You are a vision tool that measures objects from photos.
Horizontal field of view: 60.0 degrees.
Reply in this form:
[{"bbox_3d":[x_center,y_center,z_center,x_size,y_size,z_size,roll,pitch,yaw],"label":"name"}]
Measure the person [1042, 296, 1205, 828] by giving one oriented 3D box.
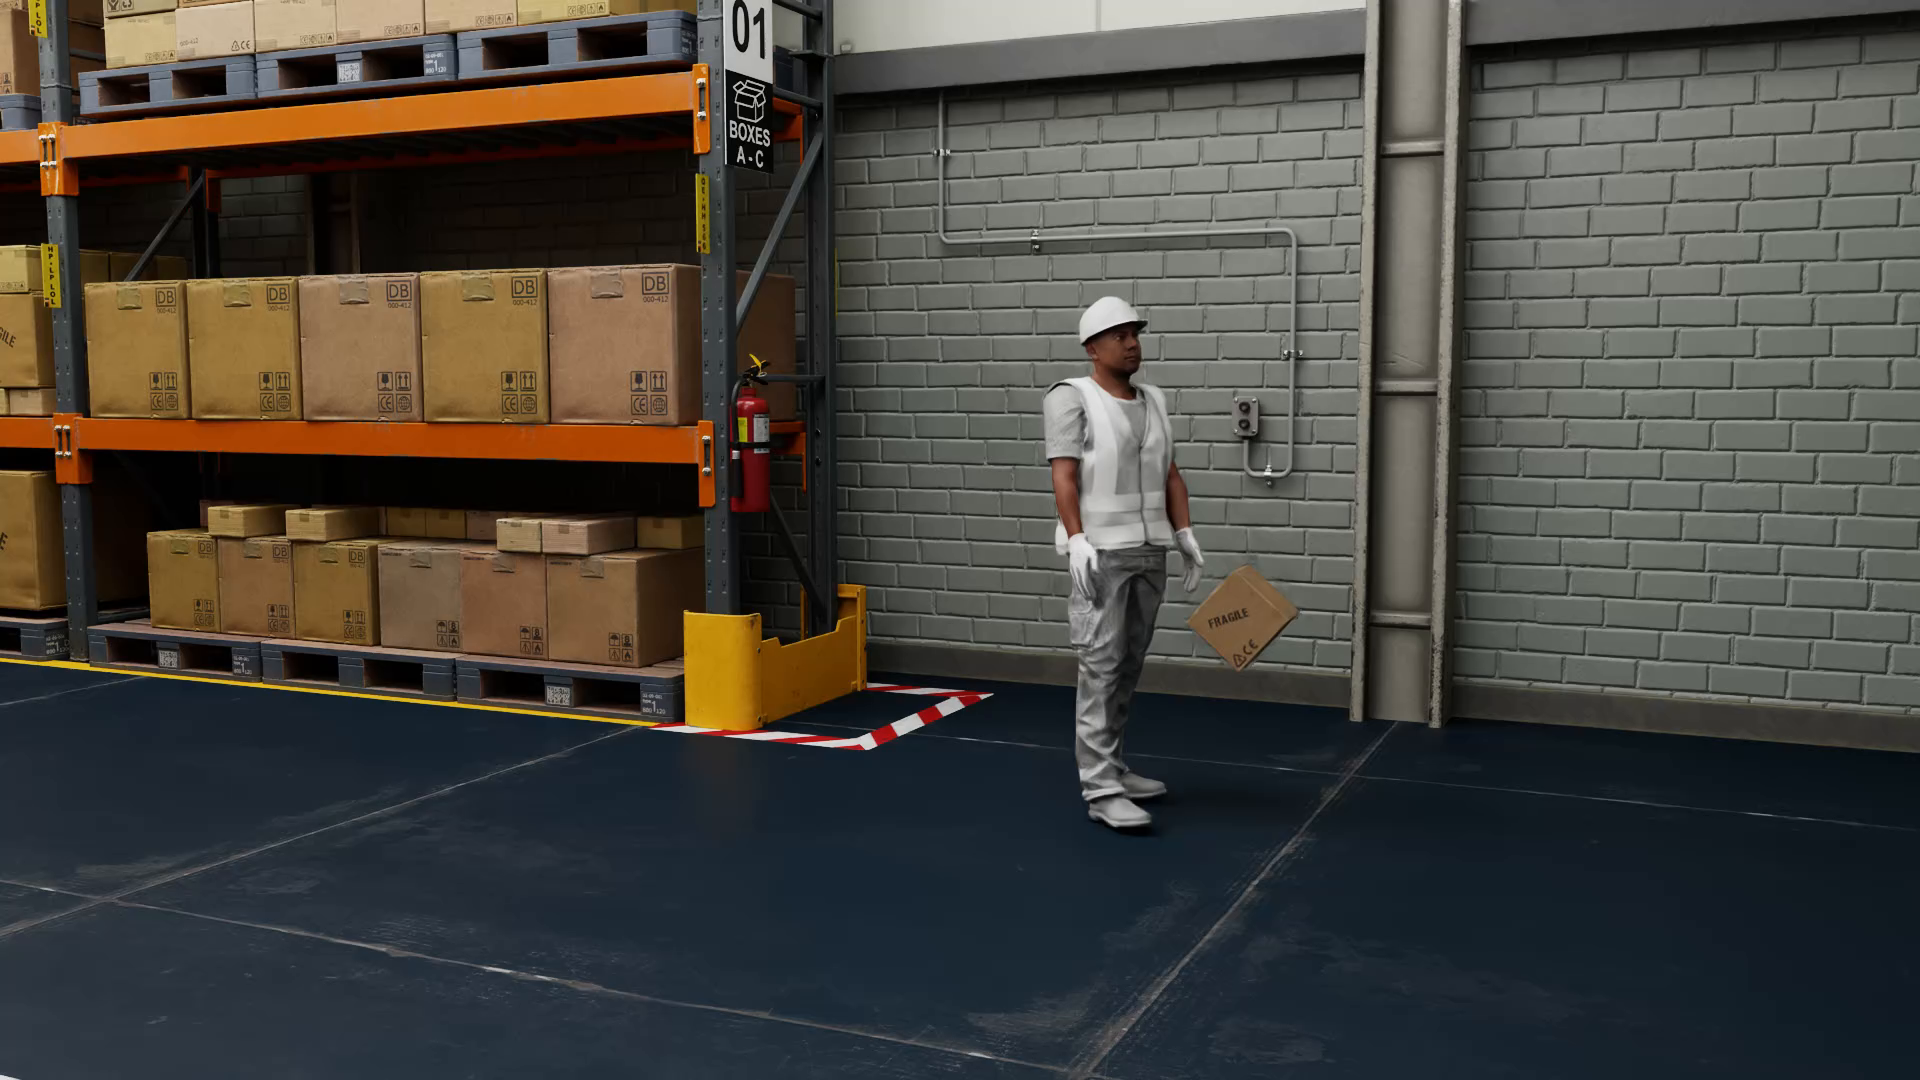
[{"bbox_3d":[0.584,0.057,5.731,0.603,1.790,0.574,-4,7,-38],"label":"person"}]
